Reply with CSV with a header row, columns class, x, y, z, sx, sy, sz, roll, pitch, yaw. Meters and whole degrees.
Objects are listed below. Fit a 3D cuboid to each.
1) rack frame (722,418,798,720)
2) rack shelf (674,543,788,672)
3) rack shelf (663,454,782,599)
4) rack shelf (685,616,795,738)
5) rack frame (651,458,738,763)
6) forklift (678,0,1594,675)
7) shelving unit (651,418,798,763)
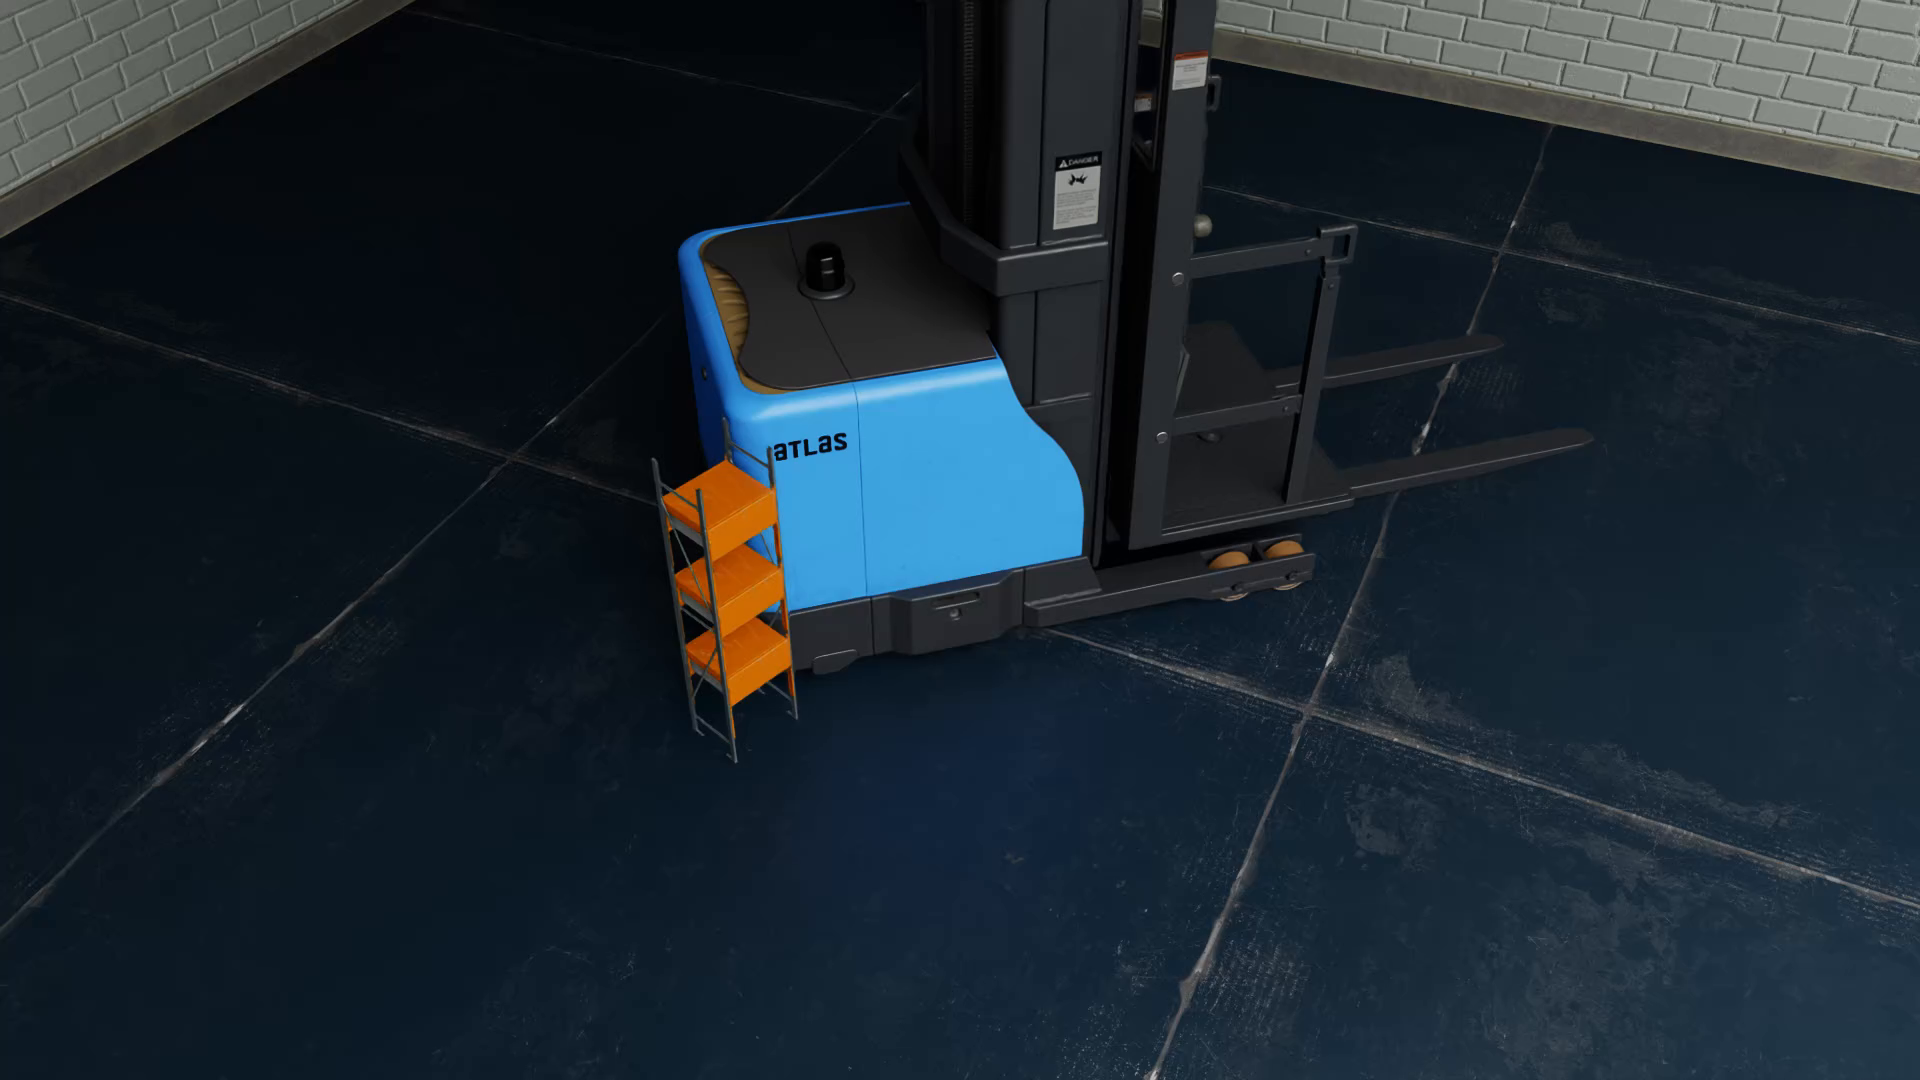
class,x,y,z,sx,sy,sz,roll,pitch,yaw
rack frame,-0.574,0.109,4.822,0.200,1.050,0.008,32,50,31
rack shelf,-0.658,0.175,4.762,0.215,0.259,0.240,32,50,31
rack shelf,-0.658,-0.039,4.576,0.215,0.259,0.240,32,50,31
rack shelf,-0.658,0.385,4.944,0.215,0.259,0.240,32,50,31
rack frame,-0.742,0.226,4.688,0.200,1.050,0.008,32,50,31
forklift,0.676,-1.228,4.929,3.031,2.935,1.130,-11,42,-12
shelving unit,-0.658,0.167,4.755,0.215,1.050,0.252,32,50,31
